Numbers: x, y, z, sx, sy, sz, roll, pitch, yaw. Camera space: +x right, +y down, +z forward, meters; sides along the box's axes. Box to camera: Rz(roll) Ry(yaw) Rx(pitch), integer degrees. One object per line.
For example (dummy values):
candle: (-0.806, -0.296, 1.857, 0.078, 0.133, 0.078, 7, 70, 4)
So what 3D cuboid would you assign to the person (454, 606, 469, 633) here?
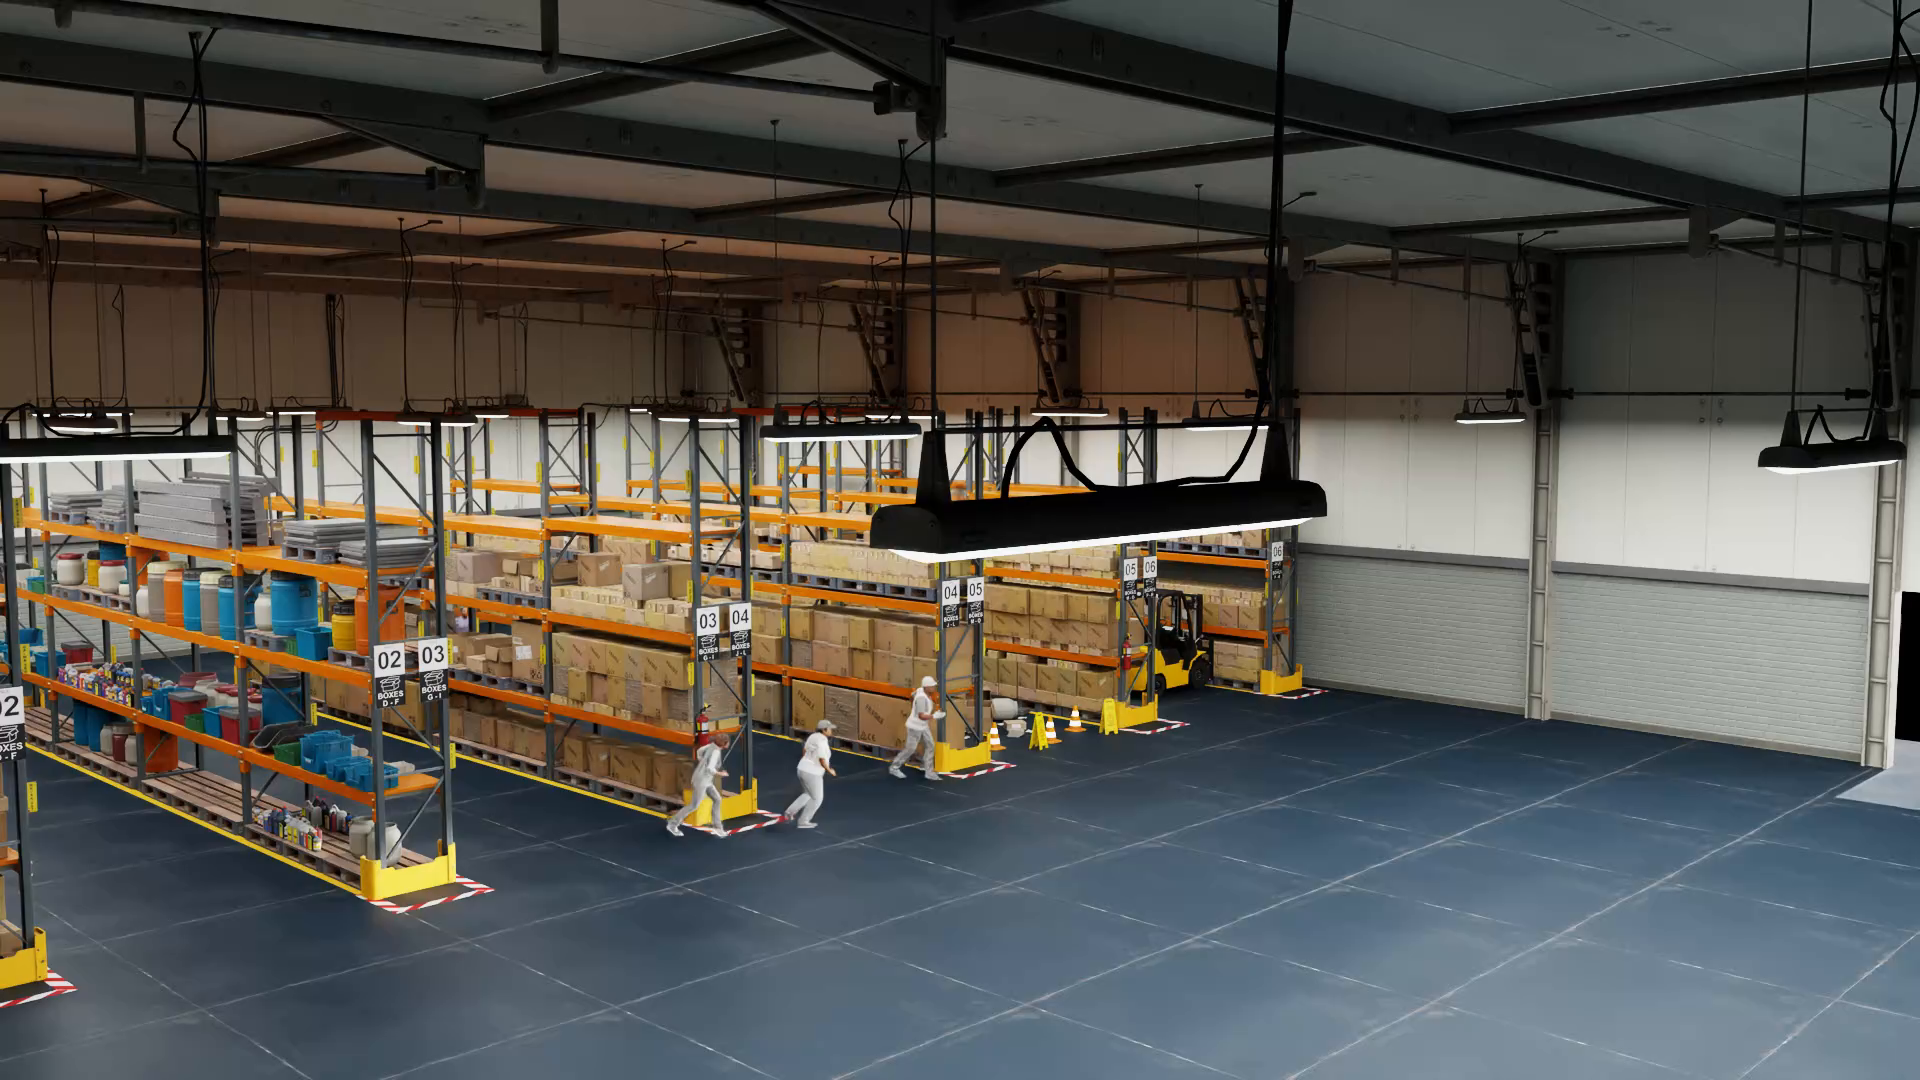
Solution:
person: (-10.846, 2.287, 36.396, 0.838, 1.674, 0.600, 5, 7, 42)

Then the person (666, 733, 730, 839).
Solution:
person: (-3.713, 3.510, 23.571, 0.916, 1.544, 0.581, -1, 5, -16)

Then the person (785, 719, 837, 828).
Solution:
person: (-2.165, 3.402, 24.200, 0.746, 1.580, 0.586, -2, 6, -25)

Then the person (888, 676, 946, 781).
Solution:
person: (-0.686, 3.079, 27.034, 1.005, 1.770, 0.701, 1, 5, 14)

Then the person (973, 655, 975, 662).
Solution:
person: (0.372, 2.275, 37.470, 0.767, 1.502, 0.592, 3, 6, 33)
